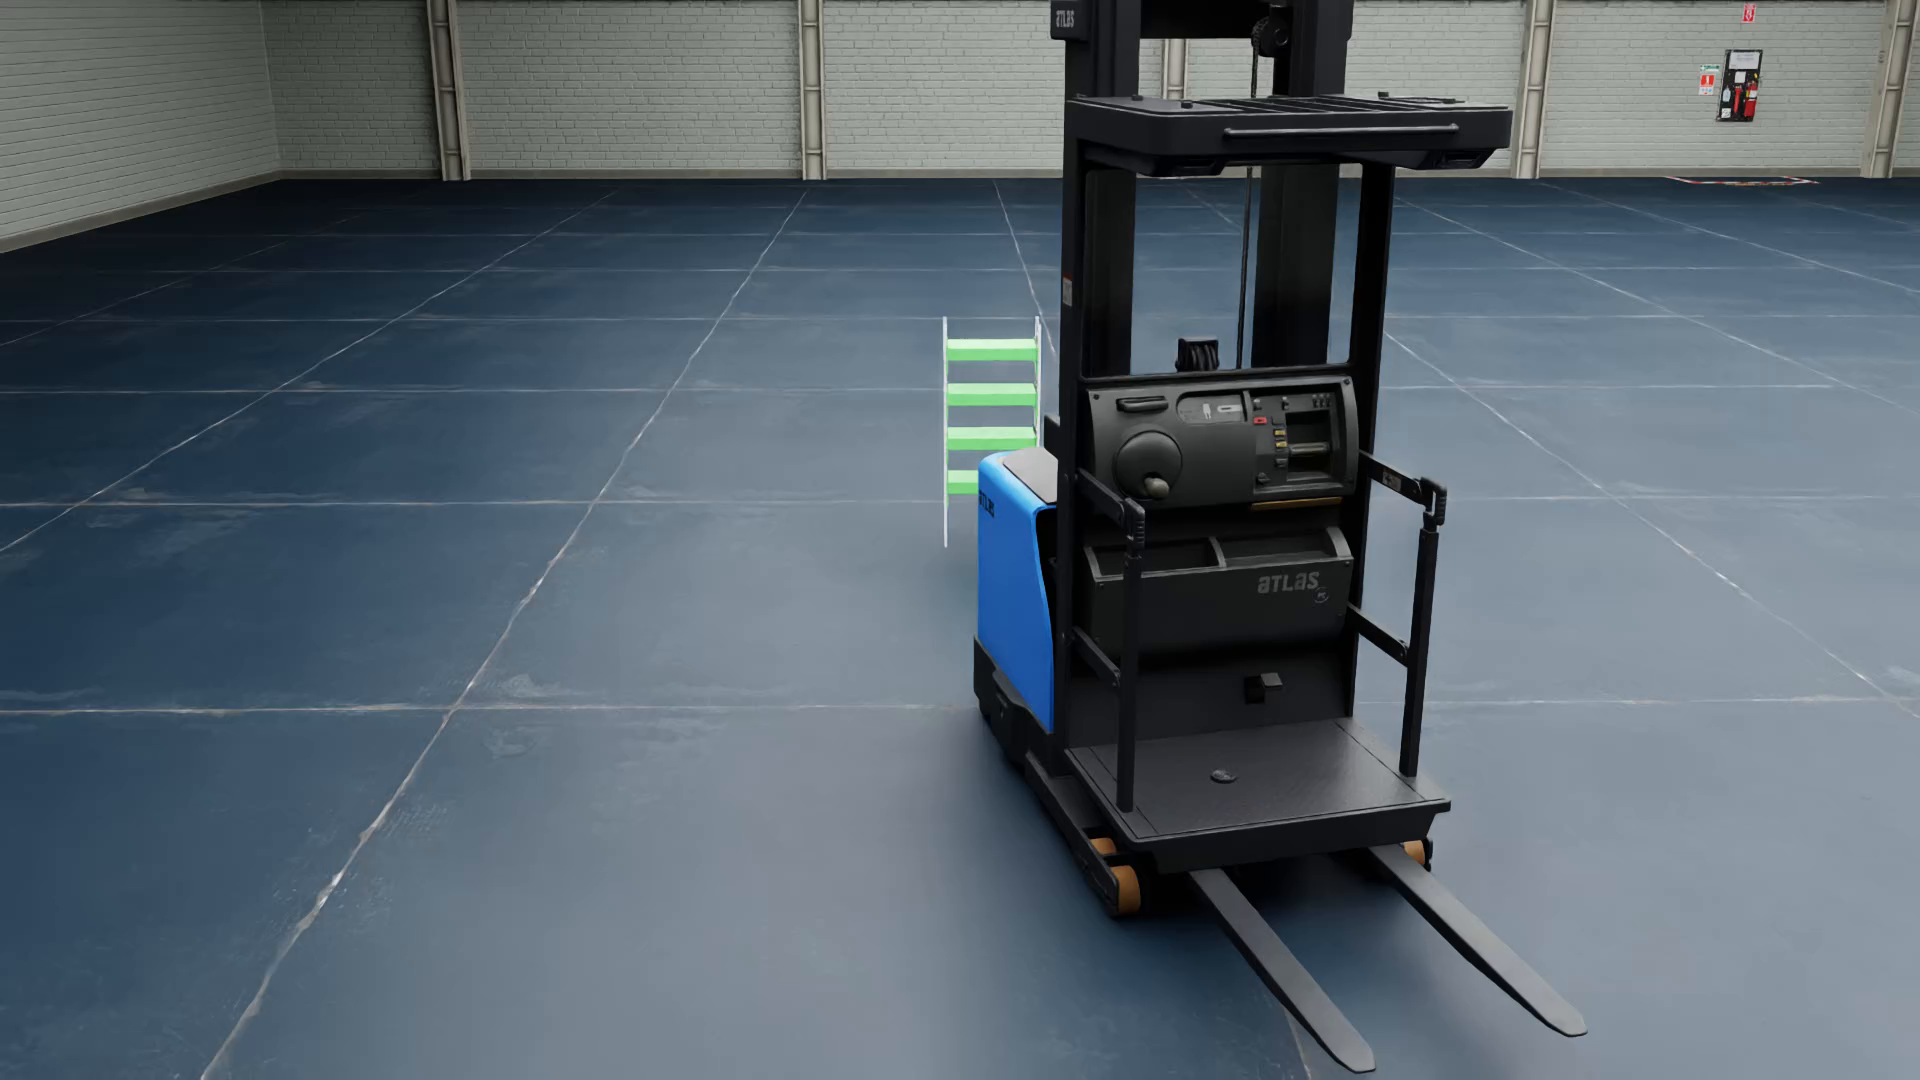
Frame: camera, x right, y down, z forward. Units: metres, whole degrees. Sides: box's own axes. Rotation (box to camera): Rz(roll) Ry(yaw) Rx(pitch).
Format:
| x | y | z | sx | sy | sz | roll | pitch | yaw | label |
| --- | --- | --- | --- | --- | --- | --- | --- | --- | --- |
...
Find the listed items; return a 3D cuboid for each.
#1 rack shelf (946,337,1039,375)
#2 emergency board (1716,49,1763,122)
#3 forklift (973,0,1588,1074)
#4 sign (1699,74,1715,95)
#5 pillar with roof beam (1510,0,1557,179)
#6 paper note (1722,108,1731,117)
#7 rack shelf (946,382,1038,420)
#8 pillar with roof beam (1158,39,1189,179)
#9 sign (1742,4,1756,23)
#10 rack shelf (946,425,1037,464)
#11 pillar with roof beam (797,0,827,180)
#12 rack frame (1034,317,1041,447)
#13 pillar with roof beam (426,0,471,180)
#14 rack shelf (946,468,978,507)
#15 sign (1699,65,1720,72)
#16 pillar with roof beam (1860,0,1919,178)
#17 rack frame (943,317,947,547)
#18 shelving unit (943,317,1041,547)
| x | y | z | sx | sy | sz | roll | pitch | yaw | label |
| --- | --- | --- | --- | --- | --- | --- | --- | --- | --- |
| 0.166 | -0.968 | 8.740 | 0.480 | 0.148 | 0.258 | 0 | 18 | -1 | rack shelf |
| 13.085 | -7.594 | 27.810 | 0.643 | 1.169 | 0.194 | 0 | 18 | -1 | emergency board |
| 0.926 | -0.323 | 5.257 | 1.130 | 2.935 | 3.031 | -5 | 18 | -14 | forklift |
| 12.531 | -7.640 | 27.894 | 0.234 | 0.329 | 0.001 | 0 | 18 | -1 | sign |
| 9.625 | -9.107 | 22.705 | 0.400 | 9.000 | 9.100 | 0 | 18 | -1 | pillar with roof beam |
| 12.907 | -7.195 | 28.007 | 0.142 | 0.148 | 0.016 | 0 | 18 | -1 | paper note |
| 0.166 | -0.740 | 8.813 | 0.480 | 0.148 | 0.258 | 0 | 18 | -1 | rack shelf |
| 3.626 | -9.078 | 22.615 | 0.400 | 9.000 | 9.100 | 0 | 18 | -1 | pillar with roof beam |
| 13.076 | -8.728 | 27.550 | 0.199 | 0.298 | 0.001 | 0 | 18 | -1 | sign |
| 0.166 | -0.511 | 8.886 | 0.480 | 0.148 | 0.258 | 0 | 18 | -1 | rack shelf |
| -2.373 | -9.049 | 22.525 | 0.400 | 9.000 | 9.100 | 0 | 18 | -1 | pillar with roof beam |
| 0.409 | -0.573 | 8.870 | 0.015 | 1.200 | 0.240 | 0 | 18 | -1 | rack frame |
| -8.372 | -9.020 | 22.435 | 0.400 | 9.000 | 9.100 | 0 | 18 | -1 | pillar with roof beam |
| 0.166 | -0.283 | 8.960 | 0.480 | 0.148 | 0.258 | 0 | 18 | -1 | rack shelf |
| 12.535 | -7.889 | 27.805 | 0.331 | 0.109 | 0.001 | 0 | 18 | -1 | sign |
| 15.625 | -9.136 | 22.795 | 0.400 | 9.000 | 9.100 | 0 | 18 | -1 | pillar with roof beam |
| -0.078 | -0.571 | 8.863 | 0.015 | 1.200 | 0.240 | 0 | 18 | -1 | rack frame |
| 0.166 | -0.572 | 8.867 | 0.503 | 1.200 | 0.258 | 0 | 18 | -1 | shelving unit |
